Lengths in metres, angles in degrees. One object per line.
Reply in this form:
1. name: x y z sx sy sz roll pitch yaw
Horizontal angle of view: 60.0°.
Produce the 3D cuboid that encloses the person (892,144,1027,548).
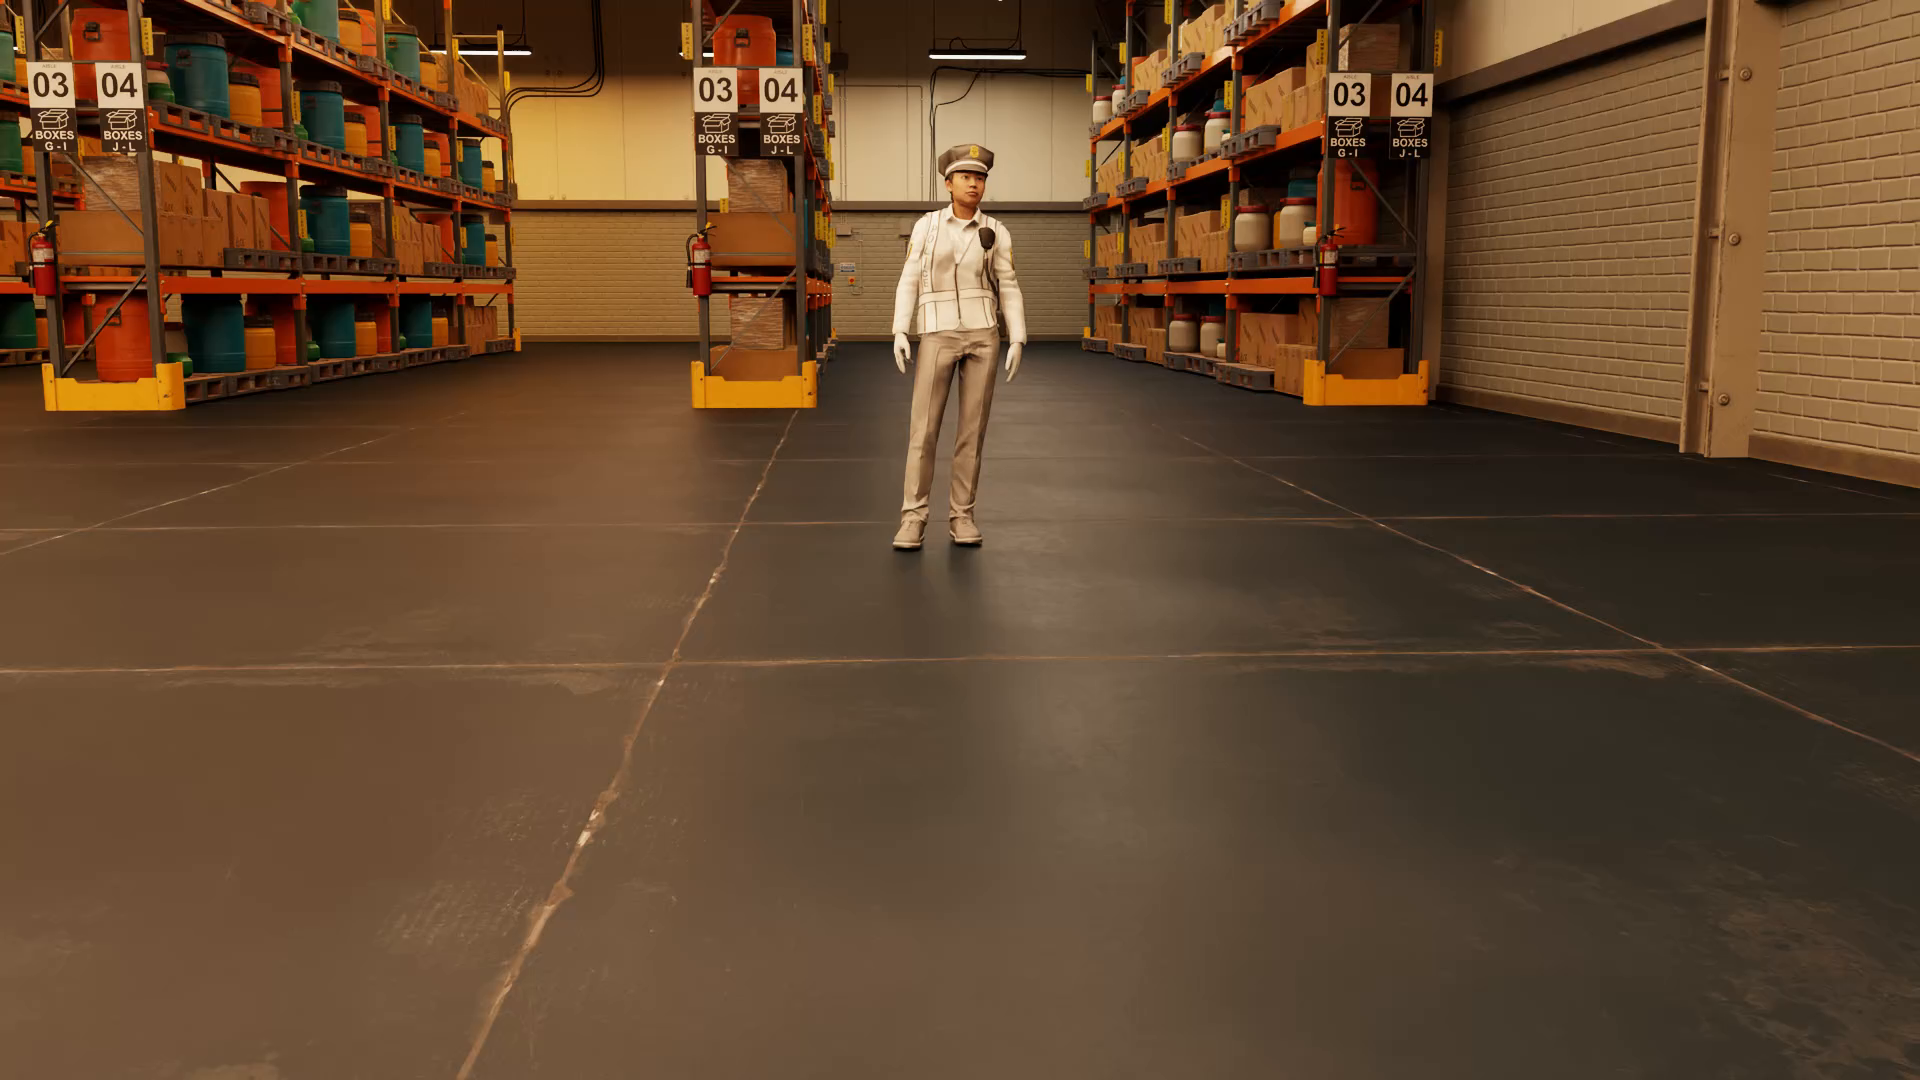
1. person: -0.003 -0.835 7.116 0.586 1.694 0.530 -1 8 -4
